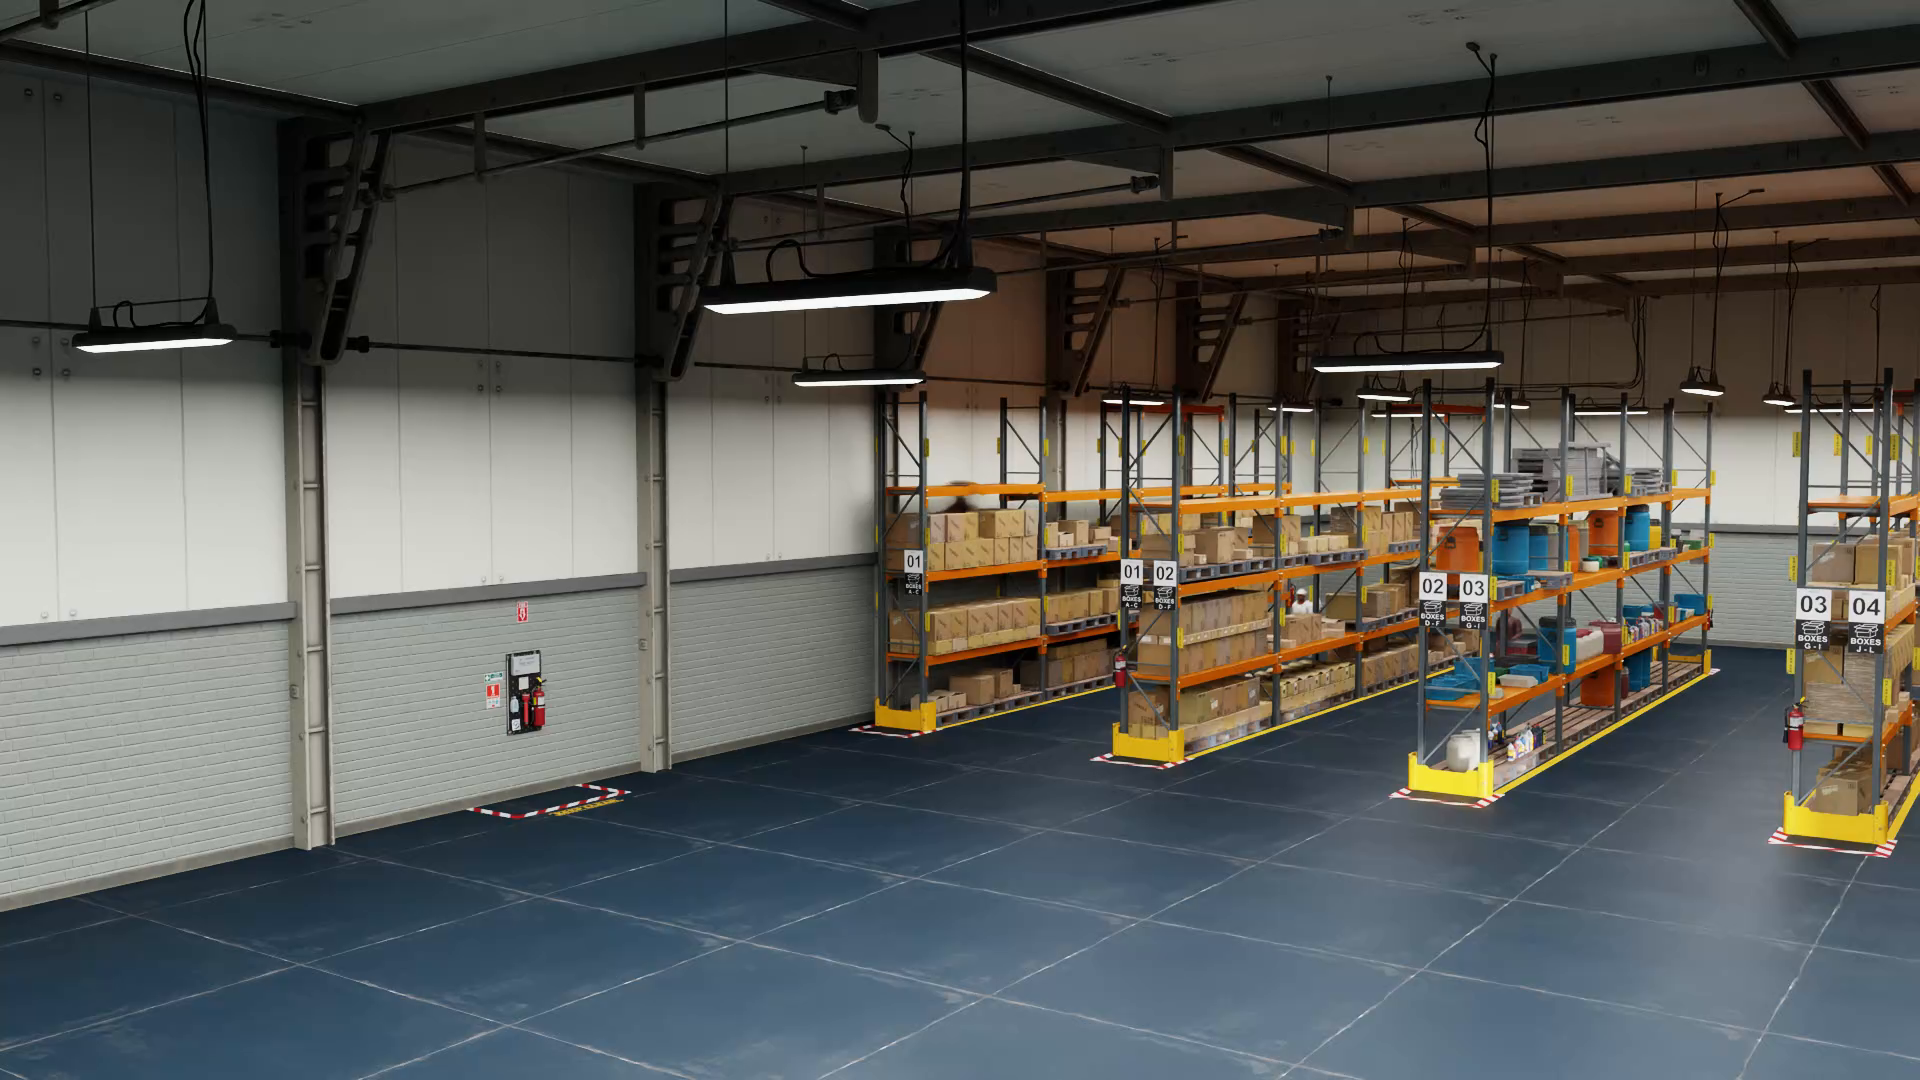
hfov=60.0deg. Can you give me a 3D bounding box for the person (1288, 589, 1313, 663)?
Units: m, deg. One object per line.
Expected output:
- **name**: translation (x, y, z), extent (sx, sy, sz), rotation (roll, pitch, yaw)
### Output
- **person**: translation (7.932, 2.004, 38.670), extent (0.615, 1.725, 1.080), rotation (2, 4, 31)

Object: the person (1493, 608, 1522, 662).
- **person**: translation (11.392, 2.254, 34.588), extent (0.610, 1.814, 0.936), rotation (2, 4, 34)
